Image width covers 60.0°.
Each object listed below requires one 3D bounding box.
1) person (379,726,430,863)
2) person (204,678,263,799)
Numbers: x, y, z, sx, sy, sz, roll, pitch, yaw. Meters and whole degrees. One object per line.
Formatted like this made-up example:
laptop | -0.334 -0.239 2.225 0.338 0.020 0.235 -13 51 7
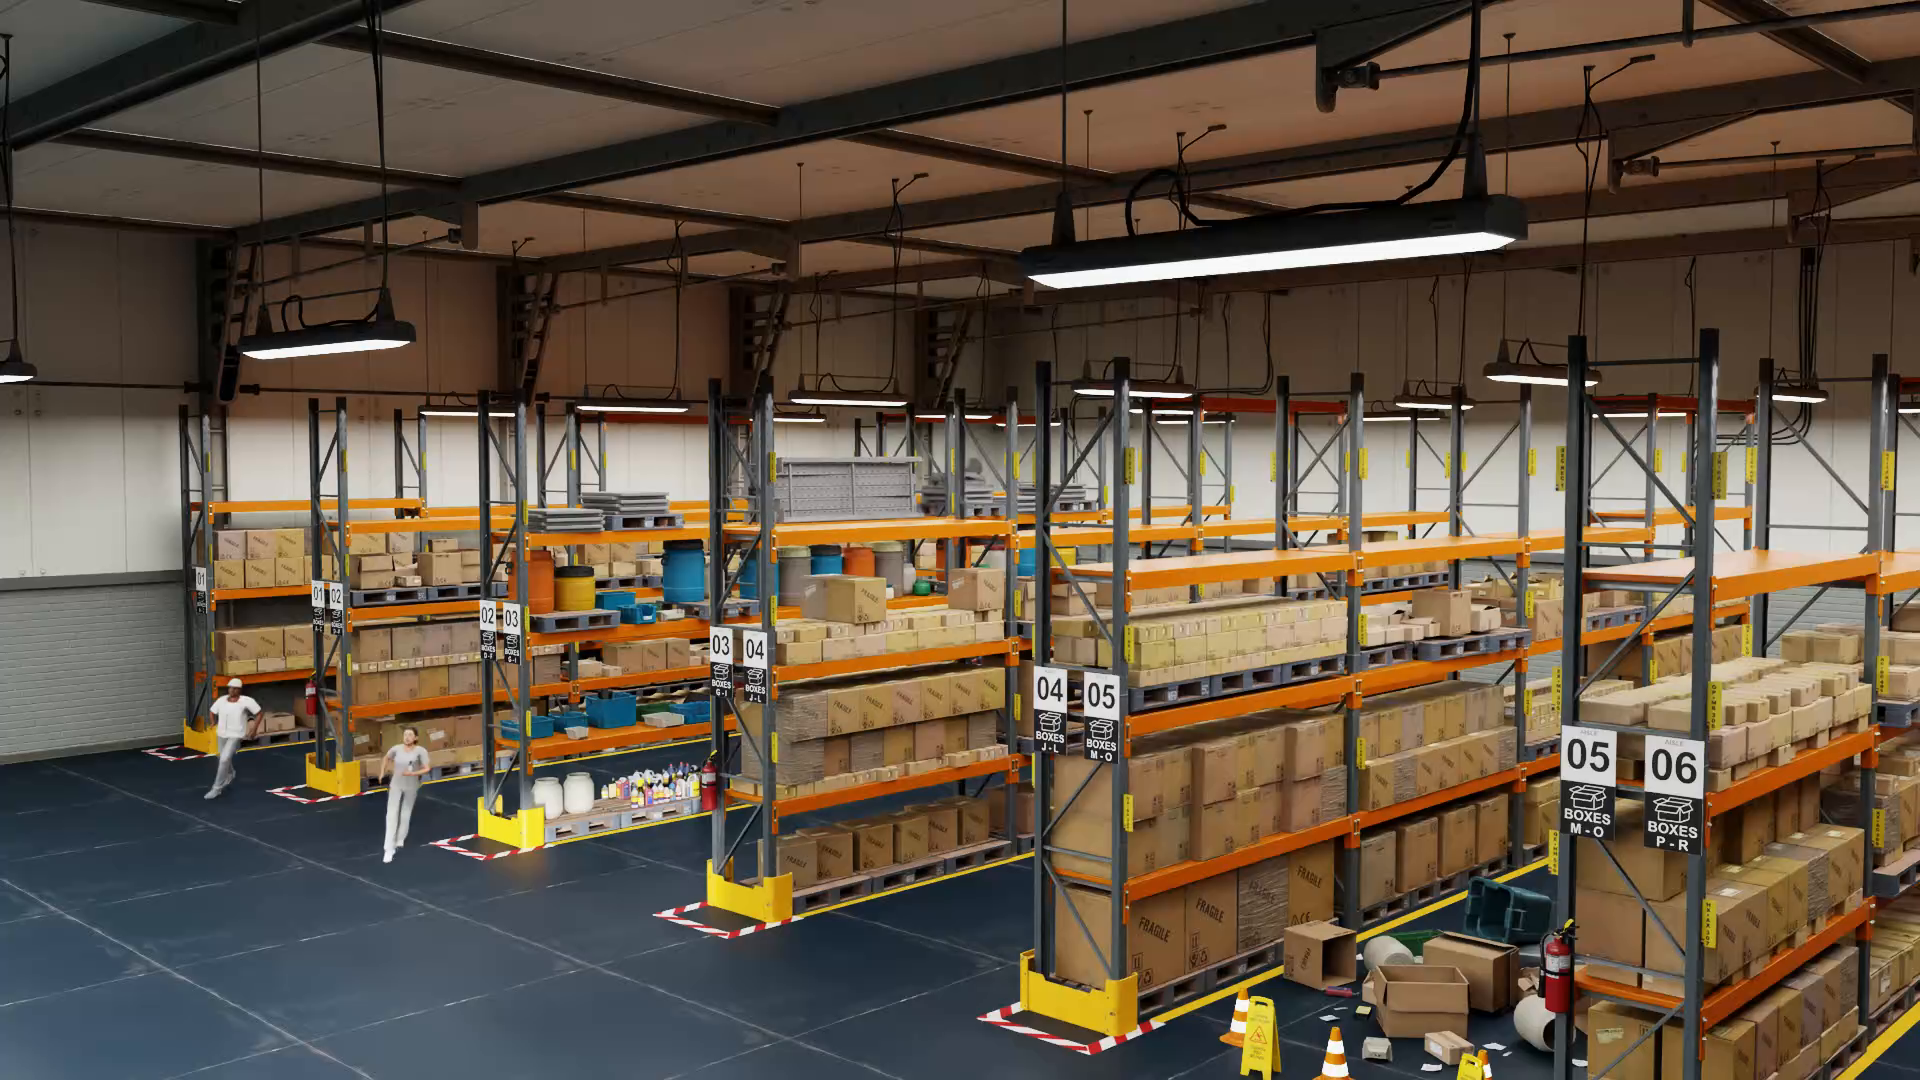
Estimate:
person | -7.115 3.208 21.333 0.629 1.672 0.865 -1 3 -11
person | -11.001 2.960 25.075 0.759 1.741 0.960 0 3 7
